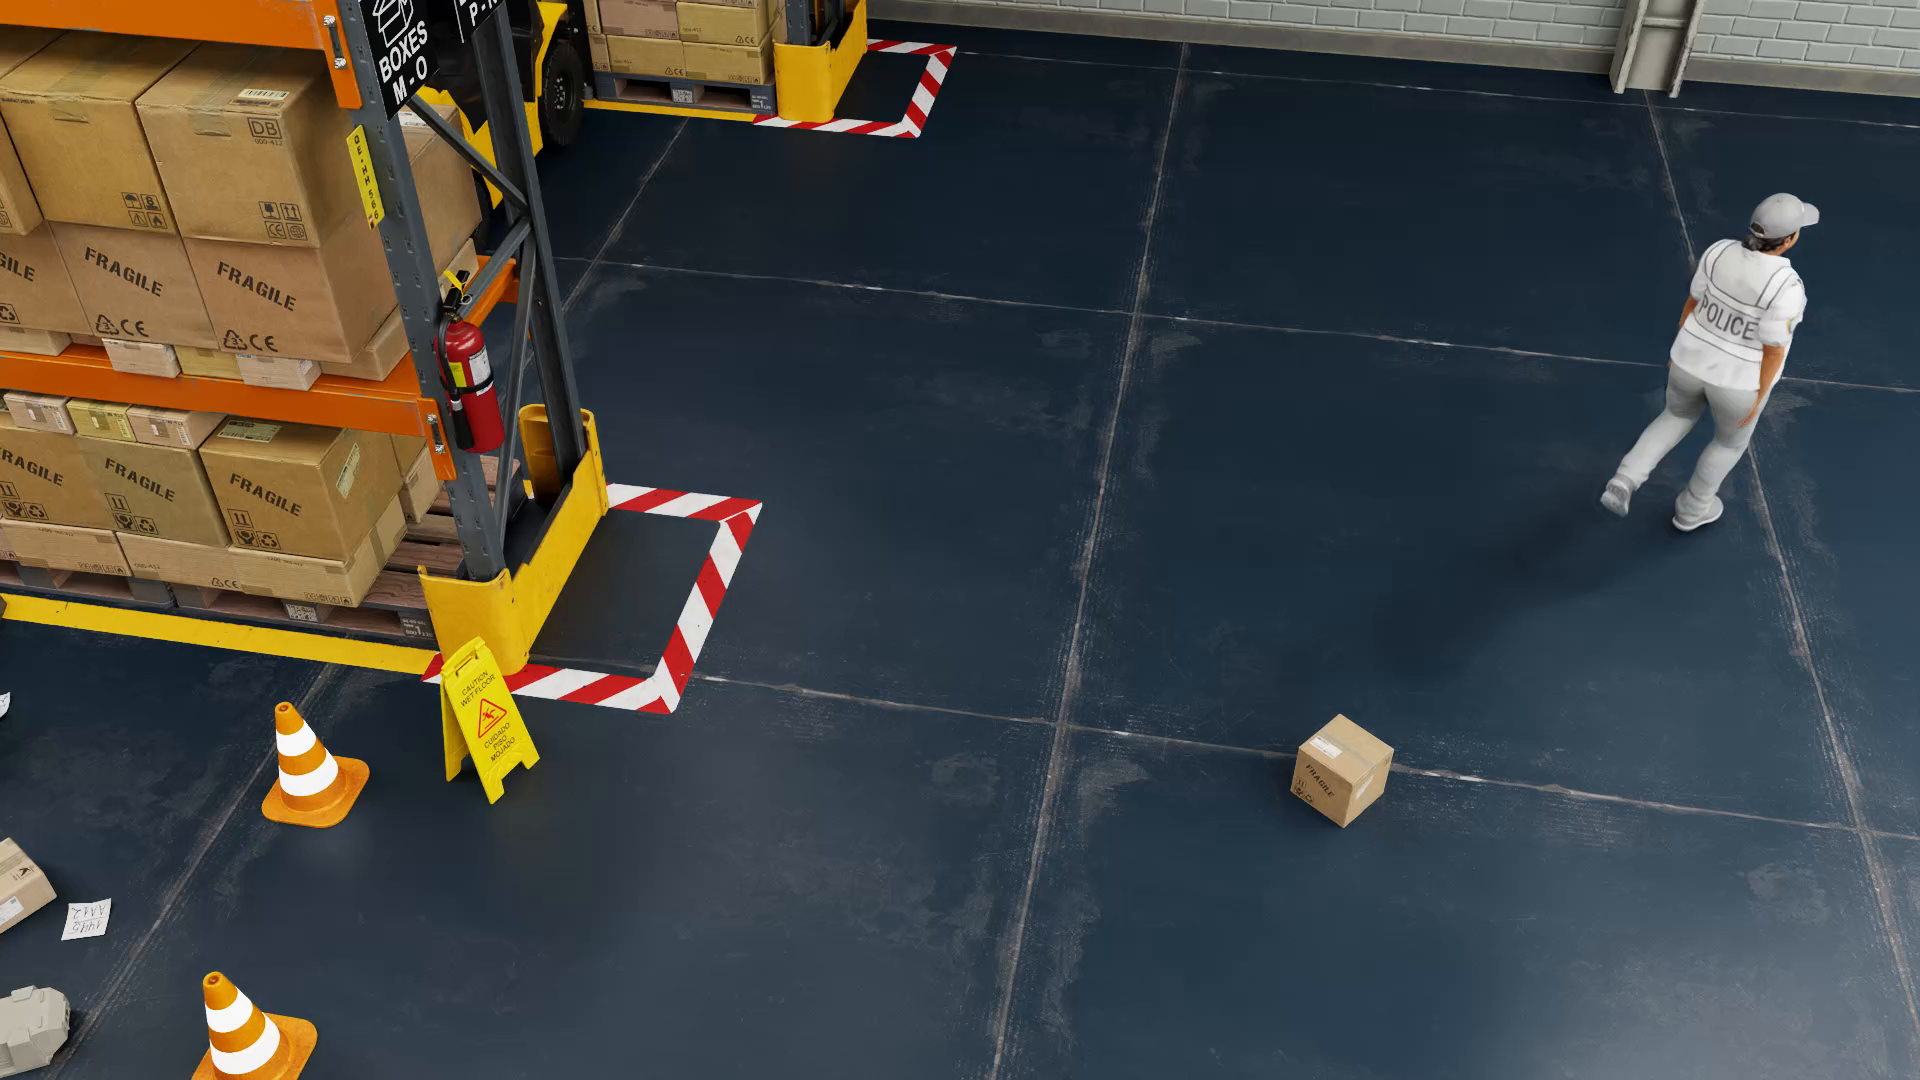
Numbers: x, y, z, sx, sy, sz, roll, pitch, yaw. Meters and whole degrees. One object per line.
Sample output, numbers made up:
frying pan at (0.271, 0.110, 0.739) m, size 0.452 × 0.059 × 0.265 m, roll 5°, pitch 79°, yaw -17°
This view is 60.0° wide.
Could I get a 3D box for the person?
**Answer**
person at (3.155, -0.699, 6.931) m, size 0.620 × 1.649 × 0.485 m, roll -25°, pitch 47°, yaw -26°
